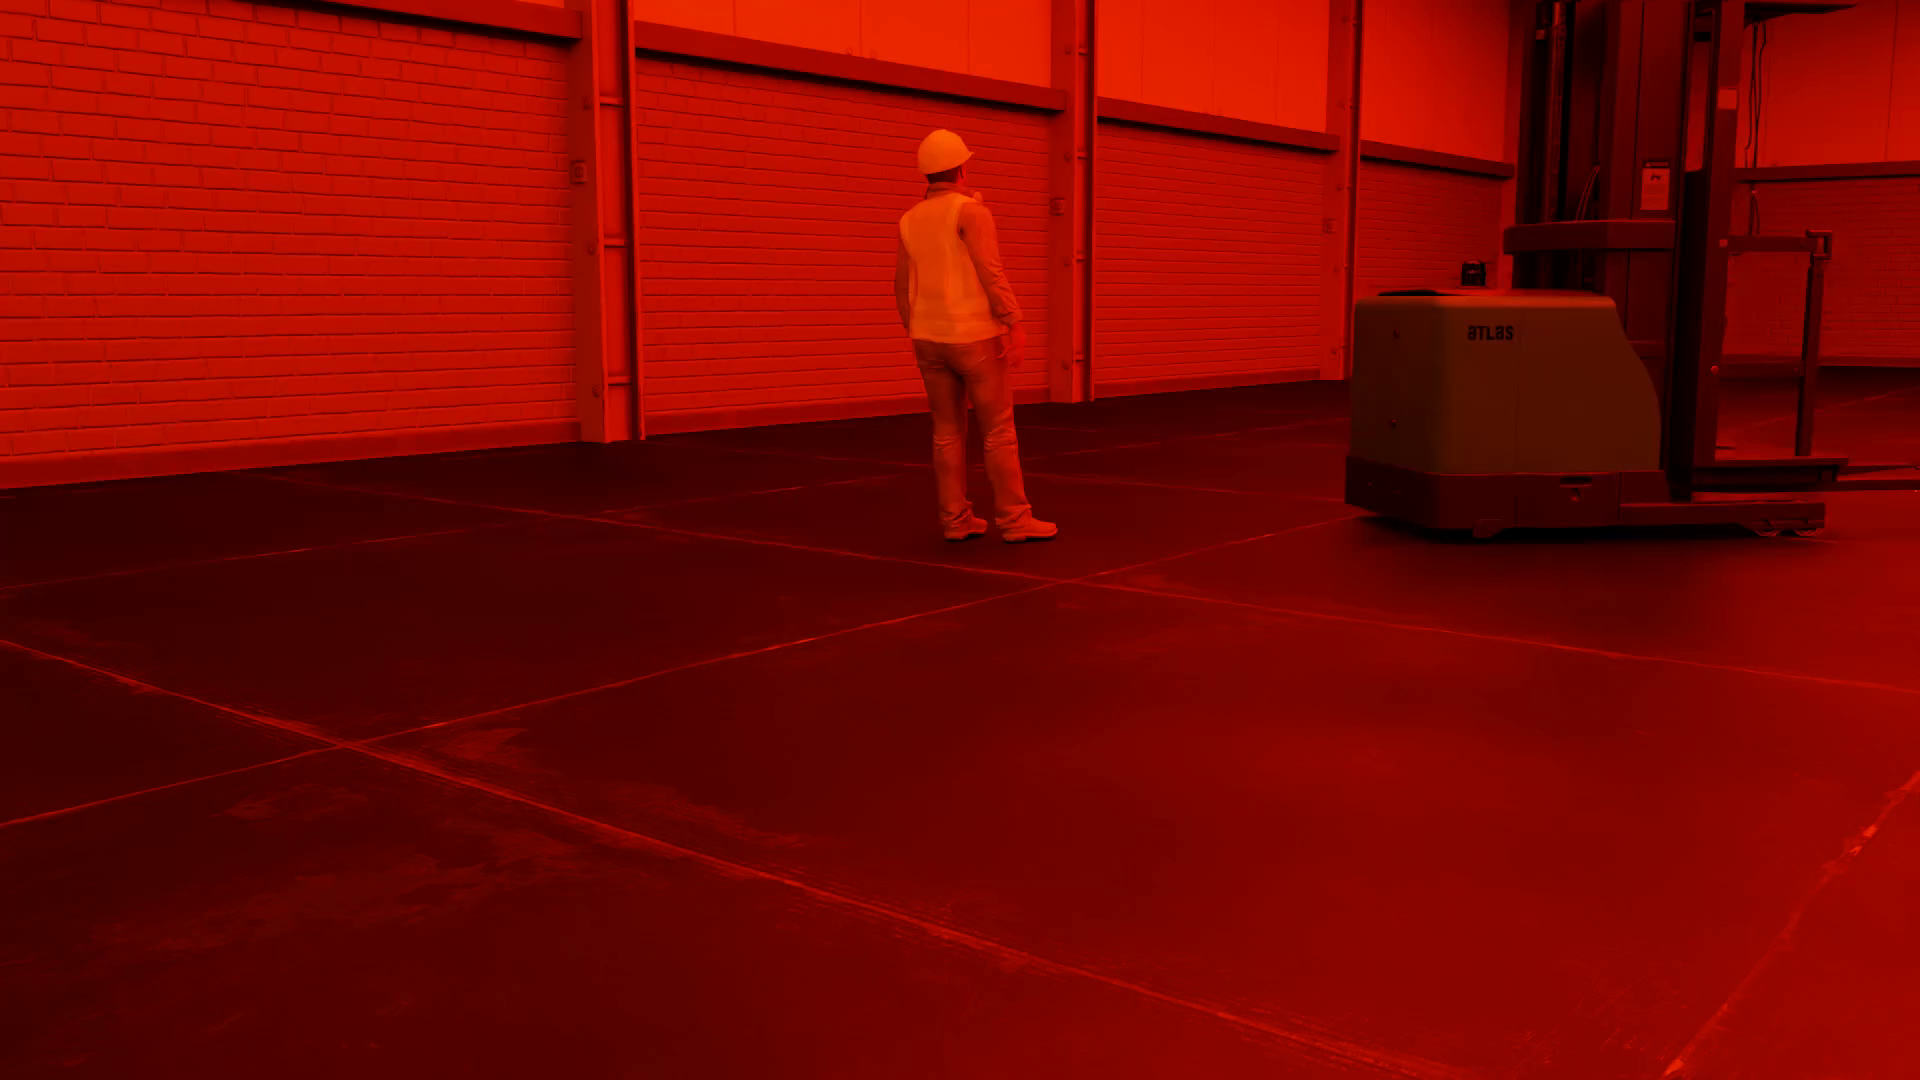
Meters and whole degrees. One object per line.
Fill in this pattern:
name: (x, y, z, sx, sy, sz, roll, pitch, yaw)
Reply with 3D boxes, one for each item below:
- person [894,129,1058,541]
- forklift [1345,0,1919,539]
person: (0.045, -0.891, 7.318, 0.632, 1.773, 0.568, 7, 11, 38)
forklift: (3.451, -1.535, 7.772, 3.031, 2.935, 1.130, -1, 8, -10)
